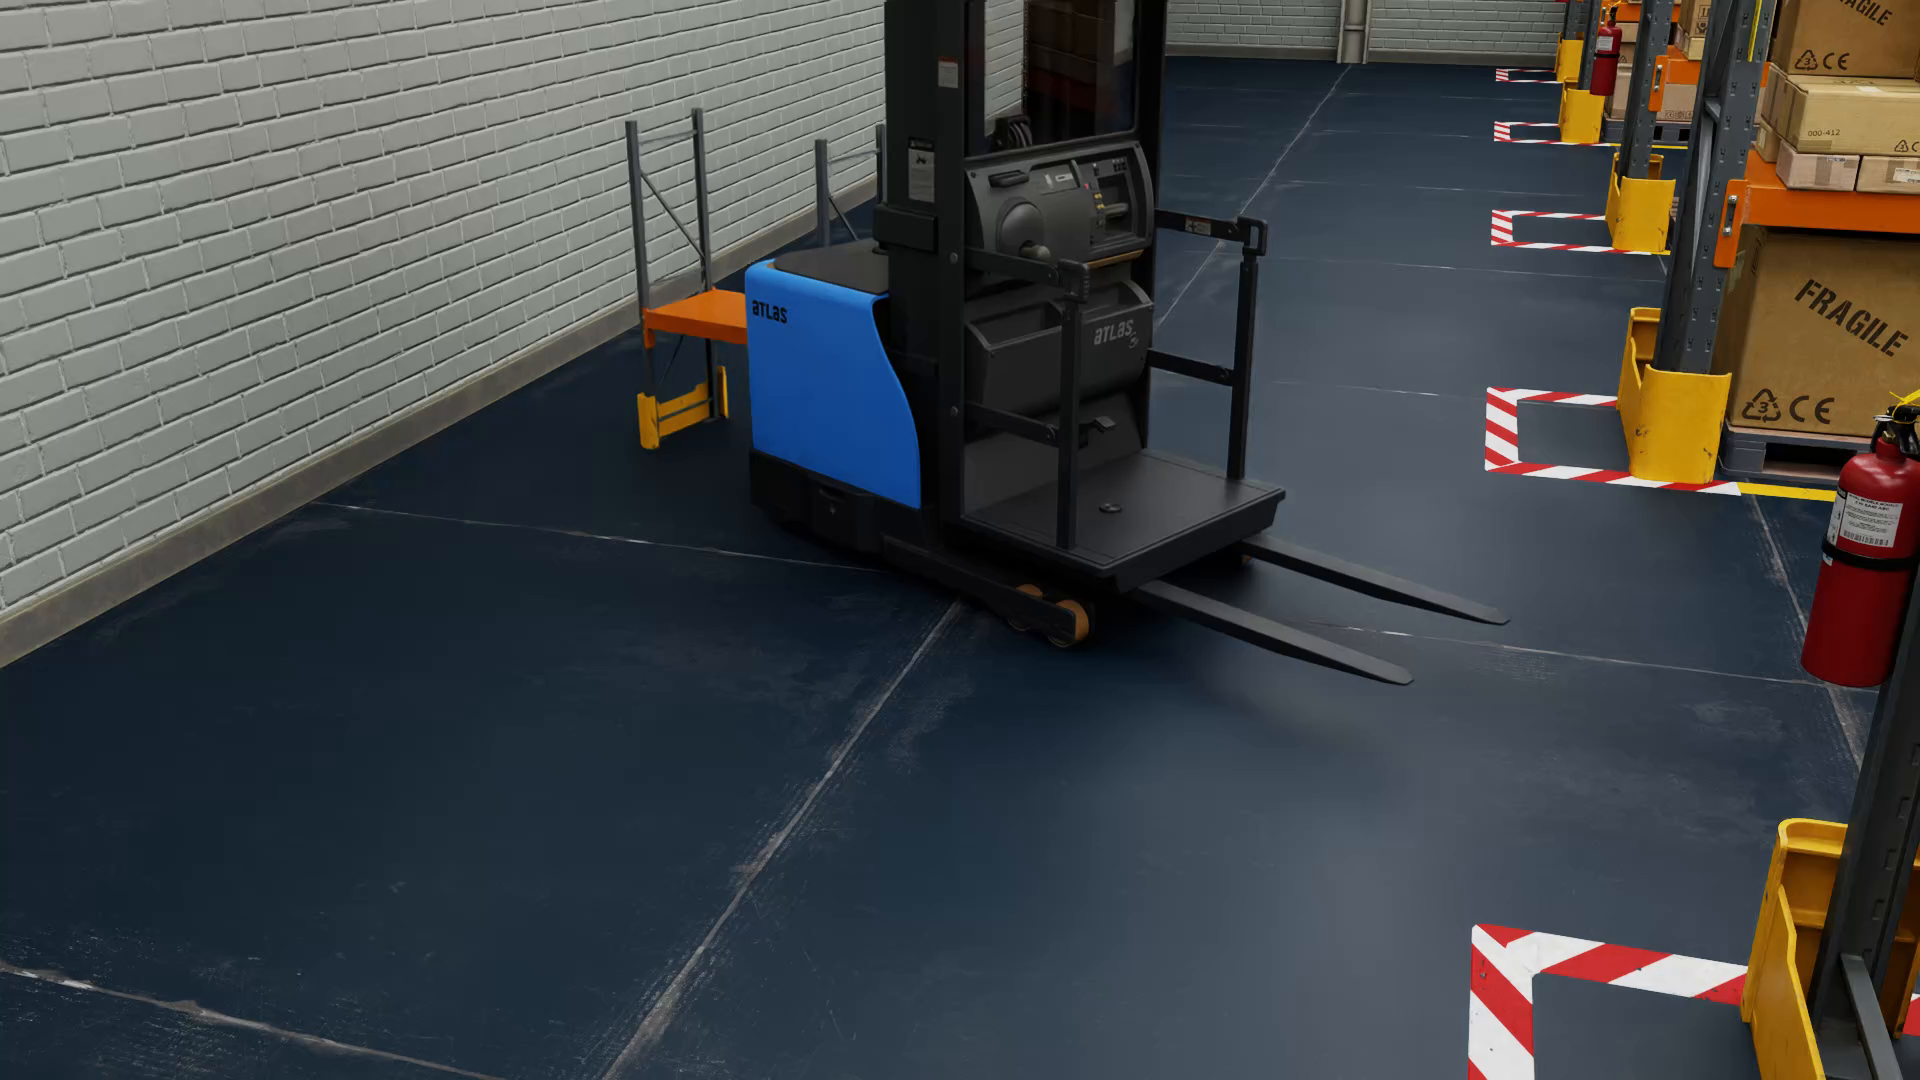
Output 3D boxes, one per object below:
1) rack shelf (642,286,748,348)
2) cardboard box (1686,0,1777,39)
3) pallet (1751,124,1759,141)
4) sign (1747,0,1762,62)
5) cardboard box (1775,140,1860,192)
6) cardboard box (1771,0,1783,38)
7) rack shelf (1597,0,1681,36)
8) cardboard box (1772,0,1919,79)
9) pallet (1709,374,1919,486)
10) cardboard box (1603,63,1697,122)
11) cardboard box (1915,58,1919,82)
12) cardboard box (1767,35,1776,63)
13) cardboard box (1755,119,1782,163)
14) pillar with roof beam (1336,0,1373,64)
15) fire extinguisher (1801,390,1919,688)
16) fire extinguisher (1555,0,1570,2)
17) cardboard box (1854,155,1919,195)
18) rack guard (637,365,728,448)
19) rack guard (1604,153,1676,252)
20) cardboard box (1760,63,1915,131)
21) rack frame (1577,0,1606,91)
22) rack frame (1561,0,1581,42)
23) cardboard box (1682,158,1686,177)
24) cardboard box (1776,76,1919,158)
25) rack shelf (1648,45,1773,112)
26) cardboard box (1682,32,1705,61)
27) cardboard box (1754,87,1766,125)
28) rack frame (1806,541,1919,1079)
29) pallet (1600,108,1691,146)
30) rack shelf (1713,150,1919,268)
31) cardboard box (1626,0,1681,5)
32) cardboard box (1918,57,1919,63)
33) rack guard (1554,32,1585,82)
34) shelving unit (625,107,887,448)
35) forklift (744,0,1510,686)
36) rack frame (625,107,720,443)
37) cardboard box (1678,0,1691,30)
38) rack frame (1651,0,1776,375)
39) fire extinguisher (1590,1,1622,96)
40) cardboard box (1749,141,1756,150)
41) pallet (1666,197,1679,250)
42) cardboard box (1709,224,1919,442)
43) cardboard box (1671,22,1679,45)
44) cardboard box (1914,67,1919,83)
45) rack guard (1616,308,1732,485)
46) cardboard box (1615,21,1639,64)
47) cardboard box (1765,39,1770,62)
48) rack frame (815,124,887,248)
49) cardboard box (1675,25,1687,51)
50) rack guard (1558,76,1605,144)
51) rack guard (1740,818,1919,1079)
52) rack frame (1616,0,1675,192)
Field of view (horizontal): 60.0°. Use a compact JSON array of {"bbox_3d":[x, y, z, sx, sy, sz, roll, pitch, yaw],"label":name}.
[{"bbox_3d":[-0.894,-0.961,7.610,1.000,0.185,0.538,13,25,28],"label":"rack shelf"},{"bbox_3d":[5.237,-3.679,11.262,0.500,0.500,0.500,8,24,18],"label":"cardboard box"},{"bbox_3d":[8.173,-3.970,16.171,1.213,0.211,1.003,7,23,16],"label":"pallet"},{"bbox_3d":[3.192,-2.090,6.667,0.005,0.325,0.100,7,23,16],"label":"sign"},{"bbox_3d":[3.602,-1.578,6.997,0.250,0.149,0.380,7,23,16],"label":"cardboard box"},{"bbox_3d":[5.757,-3.629,11.142,0.500,0.500,0.500,7,23,16],"label":"cardboard box"},{"bbox_3d":[8.135,-4.902,15.716,4.000,0.370,1.077,7,23,16],"label":"rack shelf"},{"bbox_3d":[3.900,-2.311,7.268,0.500,0.500,0.500,7,23,16],"label":"cardboard box"},{"bbox_3d":[4.146,-0.504,7.721,1.213,0.211,1.003,7,23,16],"label":"pallet"},{"bbox_3d":[6.881,-4.427,16.433,0.875,0.438,0.875,6,23,14],"label":"cardboard box"},{"bbox_3d":[4.218,-2.063,6.665,0.500,0.500,0.500,6,23,14],"label":"cardboard box"},{"bbox_3d":[5.600,-3.312,11.222,0.250,0.149,0.380,6,23,14],"label":"cardboard box"},{"bbox_3d":[3.794,-1.818,7.580,0.250,0.149,0.380,7,23,17],"label":"cardboard box"},{"bbox_3d":[4.086,-9.092,17.079,0.400,9.000,9.100,7,23,16],"label":"pillar with roof beam"},{"bbox_3d":[1.914,-0.027,3.477,0.183,0.674,0.296,7,23,16],"label":"fire extinguisher"},{"bbox_3d":[7.376,-6.898,20.227,0.183,0.674,0.296,7,23,16],"label":"fire extinguisher"},{"bbox_3d":[3.848,-1.551,6.929,0.250,0.149,0.380,6,23,15],"label":"cardboard box"},{"bbox_3d":[-1.330,-0.647,8.018,0.087,0.250,0.587,13,25,28],"label":"rack guard"},{"bbox_3d":[4.960,-2.480,12.156,0.348,0.500,1.175,7,23,16],"label":"rack guard"},{"bbox_3d":[3.898,-1.965,7.414,0.500,0.250,0.500,6,23,15],"label":"cardboard box"},{"bbox_3d":[6.220,-5.454,16.114,0.127,3.000,1.000,7,23,16],"label":"rack frame"},{"bbox_3d":[7.651,-7.258,20.511,0.127,3.000,1.000,7,23,16],"label":"rack frame"},{"bbox_3d":[5.475,-2.703,12.219,0.250,0.149,0.380,6,23,14],"label":"cardboard box"},{"bbox_3d":[3.739,-1.771,6.941,0.500,0.250,0.500,6,23,14],"label":"cardboard box"},{"bbox_3d":[6.802,-3.092,11.304,4.000,0.370,1.077,7,23,16],"label":"rack shelf"},{"bbox_3d":[5.103,-3.374,11.373,0.250,0.149,0.380,6,23,15],"label":"cardboard box"},{"bbox_3d":[7.760,-4.330,16.195,0.875,0.438,0.875,7,23,17],"label":"cardboard box"},{"bbox_3d":[1.927,-0.054,2.949,0.127,3.000,1.000,7,23,16],"label":"rack frame"},{"bbox_3d":[7.009,-4.105,16.499,1.213,0.211,1.003,7,23,16],"label":"pallet"},{"bbox_3d":[5.273,-1.301,6.938,4.000,0.370,1.077,7,23,16],"label":"rack shelf"},{"bbox_3d":[6.597,-5.343,15.712,0.500,0.500,0.500,6,23,15],"label":"cardboard box"},{"bbox_3d":[6.369,-3.257,11.089,0.250,0.149,0.380,6,23,14],"label":"cardboard box"},{"bbox_3d":[7.723,-6.093,20.966,0.348,0.500,1.175,7,23,16],"label":"rack guard"},{"bbox_3d":[-0.902,-1.129,7.546,1.083,1.500,0.587,13,25,28],"label":"shelving unit"},{"bbox_3d":[0.524,-1.200,5.832,3.031,2.935,1.130,21,30,41],"label":"forklift"},{"bbox_3d":[-1.331,-1.226,7.781,0.032,1.500,0.500,13,25,28],"label":"rack frame"},{"bbox_3d":[5.392,-3.873,11.735,0.500,0.500,0.500,7,23,17],"label":"cardboard box"},{"bbox_3d":[3.358,-1.853,7.336,0.127,3.000,1.000,7,23,16],"label":"rack frame"},{"bbox_3d":[4.779,-3.631,12.264,0.183,0.674,0.296,7,23,16],"label":"fire extinguisher"},{"bbox_3d":[5.691,-2.781,12.016,0.250,0.149,0.380,7,23,17],"label":"cardboard box"},{"bbox_3d":[5.728,-2.244,11.963,1.213,0.211,1.003,7,23,16],"label":"pallet"},{"bbox_3d":[3.994,-1.024,7.559,0.875,0.875,0.875,7,23,16],"label":"cardboard box"},{"bbox_3d":[9.016,-6.086,20.396,0.500,0.500,0.700,8,23,18],"label":"cardboard box"},{"bbox_3d":[4.384,-1.909,7.278,0.500,0.250,0.500,6,23,15],"label":"cardboard box"},{"bbox_3d":[3.335,-0.700,7.817,0.348,0.500,1.175,7,23,16],"label":"rack guard"},{"bbox_3d":[8.209,-6.196,20.658,0.637,0.503,0.797,6,23,13],"label":"cardboard box"},{"bbox_3d":[5.358,-3.361,11.342,0.250,0.149,0.380,7,23,17],"label":"cardboard box"},{"bbox_3d":[-0.457,-1.029,7.302,0.032,1.500,0.500,13,25,28],"label":"rack frame"},{"bbox_3d":[5.281,-3.595,11.913,0.250,0.149,0.380,7,23,16],"label":"cardboard box"},{"bbox_3d":[6.197,-4.300,16.595,0.348,0.500,1.175,7,23,16],"label":"rack guard"},{"bbox_3d":[1.900,1.105,3.418,0.348,0.500,1.175,7,23,16],"label":"rack guard"},{"bbox_3d":[4.887,-3.645,11.702,0.127,3.000,1.000,7,23,16],"label":"rack frame"}]
